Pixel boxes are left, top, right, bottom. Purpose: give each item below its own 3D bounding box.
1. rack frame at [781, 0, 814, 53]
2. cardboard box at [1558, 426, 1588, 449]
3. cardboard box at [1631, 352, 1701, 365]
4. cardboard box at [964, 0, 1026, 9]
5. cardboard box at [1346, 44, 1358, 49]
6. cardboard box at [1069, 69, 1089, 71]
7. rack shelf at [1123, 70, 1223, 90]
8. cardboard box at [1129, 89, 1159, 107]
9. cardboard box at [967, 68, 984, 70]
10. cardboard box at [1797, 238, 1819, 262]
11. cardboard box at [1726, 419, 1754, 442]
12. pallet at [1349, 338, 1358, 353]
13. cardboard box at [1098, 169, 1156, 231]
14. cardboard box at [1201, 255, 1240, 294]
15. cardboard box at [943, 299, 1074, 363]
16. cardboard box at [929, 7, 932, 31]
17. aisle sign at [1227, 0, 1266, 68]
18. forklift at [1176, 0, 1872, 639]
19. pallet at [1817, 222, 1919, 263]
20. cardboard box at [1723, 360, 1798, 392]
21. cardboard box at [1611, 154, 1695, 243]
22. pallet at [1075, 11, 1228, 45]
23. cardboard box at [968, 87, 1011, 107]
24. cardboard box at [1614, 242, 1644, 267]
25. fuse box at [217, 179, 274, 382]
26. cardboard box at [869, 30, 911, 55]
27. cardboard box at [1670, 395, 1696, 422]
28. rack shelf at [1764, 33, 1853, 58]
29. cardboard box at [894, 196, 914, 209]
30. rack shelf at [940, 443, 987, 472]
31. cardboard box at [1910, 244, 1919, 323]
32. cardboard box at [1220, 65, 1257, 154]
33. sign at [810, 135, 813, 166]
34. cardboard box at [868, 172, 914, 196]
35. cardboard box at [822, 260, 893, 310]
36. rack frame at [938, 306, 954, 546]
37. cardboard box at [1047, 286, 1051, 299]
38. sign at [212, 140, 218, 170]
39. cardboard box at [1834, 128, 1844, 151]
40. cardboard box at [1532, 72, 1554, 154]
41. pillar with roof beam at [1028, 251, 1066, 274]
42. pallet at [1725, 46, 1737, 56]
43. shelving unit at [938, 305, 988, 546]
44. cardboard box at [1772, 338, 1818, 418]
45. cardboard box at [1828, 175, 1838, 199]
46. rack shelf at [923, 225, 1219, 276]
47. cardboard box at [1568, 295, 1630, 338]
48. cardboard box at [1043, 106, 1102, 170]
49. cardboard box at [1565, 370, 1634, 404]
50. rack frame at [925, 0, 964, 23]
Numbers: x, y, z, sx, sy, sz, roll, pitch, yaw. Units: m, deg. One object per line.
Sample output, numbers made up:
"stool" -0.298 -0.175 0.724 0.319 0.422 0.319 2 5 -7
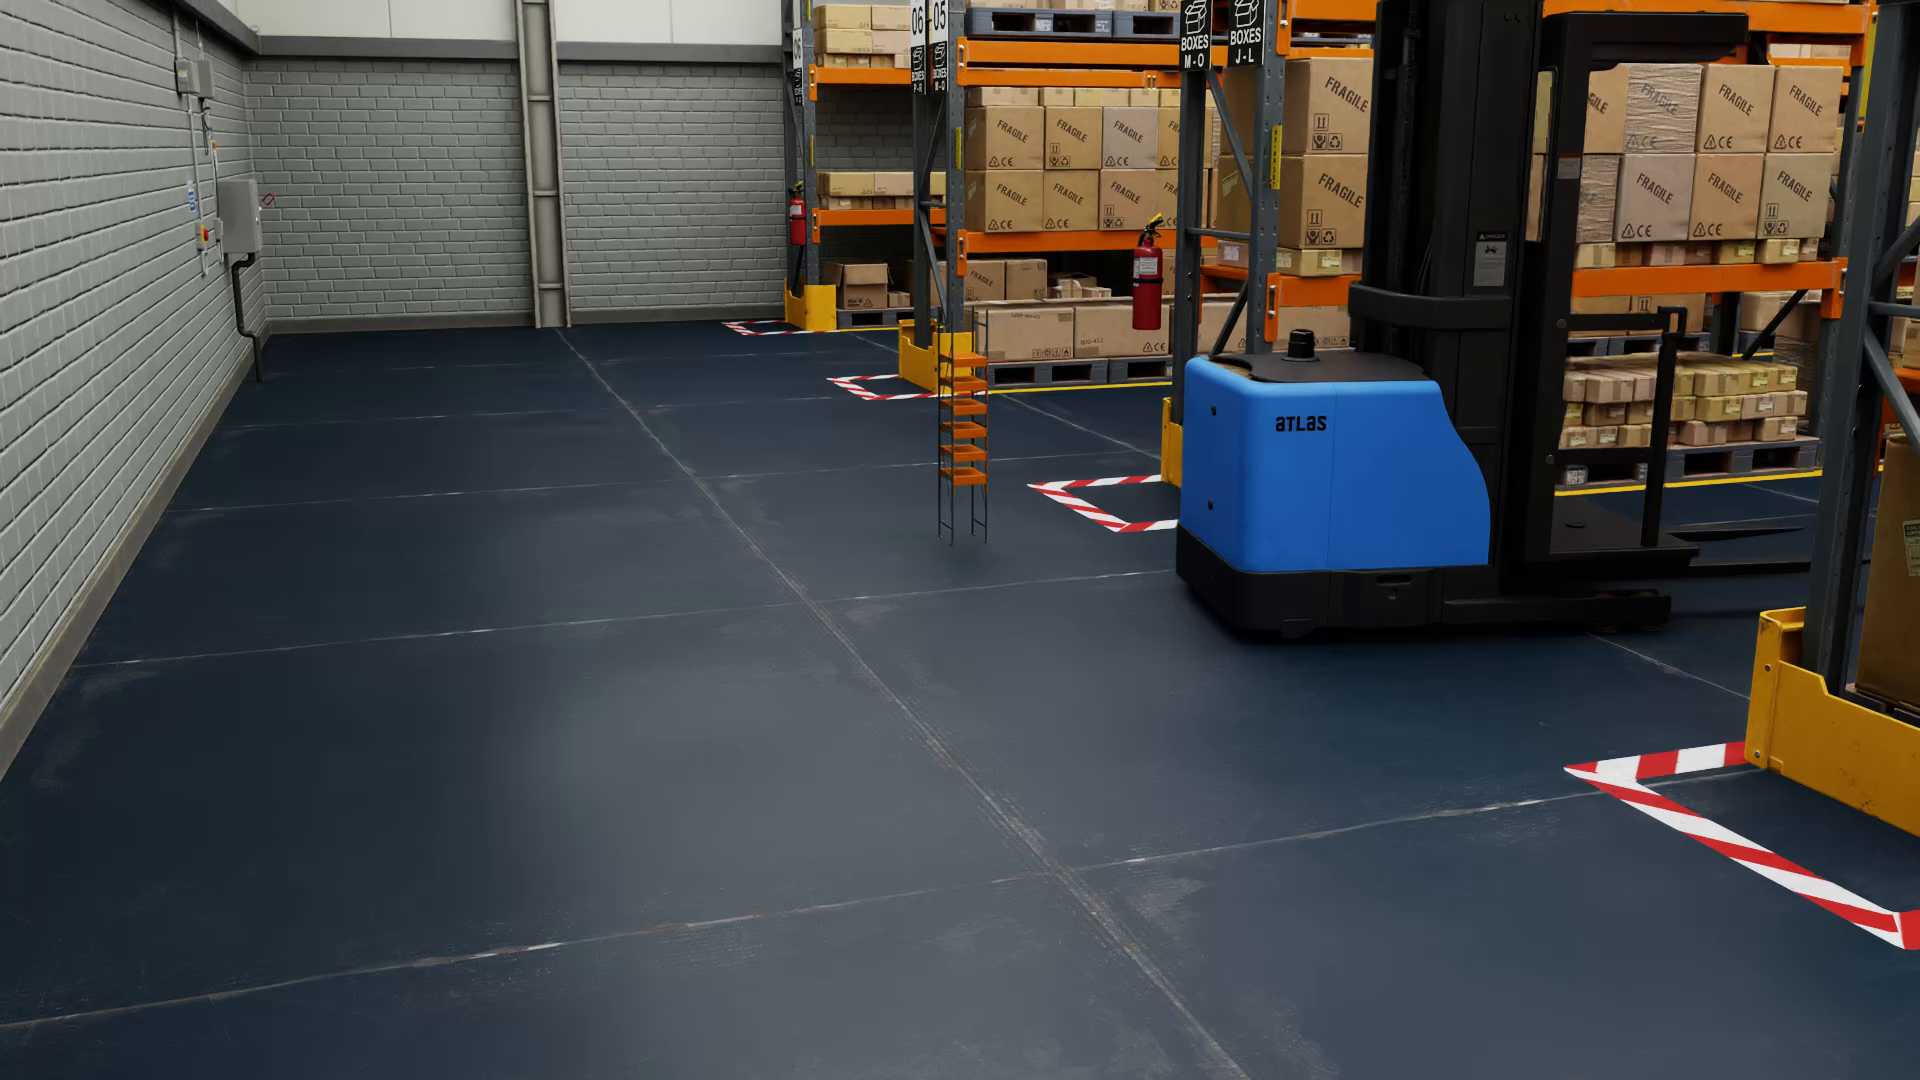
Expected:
"rack frame" -1.771 -6.800 17.784 0.127 3.000 1.000 -4 14 -18
"cardboard box" 3.551 -0.618 10.011 0.250 0.149 0.380 -4 14 -18
"cardboard box" 4.609 -1.129 10.877 0.250 0.149 0.380 -4 14 -15
"cardboard box" 0.213 -4.485 13.735 0.500 0.250 0.500 -6 15 -23
"cardboard box" 4.569 -5.909 19.983 0.250 0.149 0.380 -4 14 -18
"cardboard box" 1.283 -5.387 18.869 0.250 0.149 0.380 -4 14 -16
"rack shelf" 3.916 -5.433 20.076 4.000 0.370 1.077 -4 14 -18
"cardboard box" 1.475 -3.702 13.944 0.250 0.149 0.380 -4 14 -18
"cardboard box" 0.089 -5.283 18.431 0.250 0.149 0.380 -4 14 -18
"cardboard box" 5.085 -1.815 10.335 0.250 0.149 0.380 -5 14 -19
"cardboard box" 4.745 -0.723 10.453 0.250 0.149 0.380 -4 14 -16
"pallet" 4.314 -1.805 15.775 1.213 0.211 1.003 -4 14 -18
"cardboard box" 1.321 -2.891 14.099 0.500 0.500 0.500 -5 14 -18
"cardboard box" 3.052 -3.193 20.077 0.500 0.500 0.500 -5 14 -19
"cardboard box" 0.409 -1.821 14.447 0.875 0.438 0.875 -5 14 -20
"cardboard box" -0.311 -5.707 18.271 0.500 0.250 0.500 -5 14 -19
"aisle sign" 1.517 -2.908 8.770 0.004 0.787 0.394 -4 14 -18
"forklift" 2.557 -1.153 7.157 3.031 2.935 1.130 -2 14 -8
"pallet" 6.052 -1.941 10.736 1.213 0.211 1.003 -4 14 -18
"cardboard box" 5.027 -1.033 10.473 0.250 0.149 0.380 -4 14 -16
"cardboard box" 3.949 -2.031 9.841 0.500 0.500 0.500 -5 14 -18
"pallet" 1.674 -4.357 14.188 1.213 0.211 1.003 -4 14 -18
"cardboard box" 0.240 -3.609 13.555 0.250 0.149 0.380 -4 14 -17
"cardboard box" 3.845 -1.719 9.928 0.250 0.149 0.380 -5 14 -19
"fuse box" -6.053 -2.216 14.263 0.414 1.711 0.539 -4 14 -18
"cardboard box" -0.788 -5.427 18.176 0.500 0.250 0.500 -4 14 -17
"cardboard box" 4.314 -0.836 10.285 0.250 0.149 0.380 -4 14 -18
"rack shelf" 7.177 -3.267 10.968 4.000 0.370 1.077 -4 14 -18
"cardboard box" -0.649 -3.784 18.613 0.250 0.149 0.380 -4 14 -16
"rack shelf" 0.014 -0.425 8.546 0.180 0.103 0.258 -4 14 -18
"cardboard box" 3.351 -0.785 5.143 0.500 0.250 0.500 -5 14 -19
"cardboard box" 1.845 -2.483 9.579 0.500 0.500 0.500 -5 14 -19
"sign" -1.598 -4.183 17.878 0.005 0.325 0.100 -4 14 -18
"cardboard box" -0.777 -3.965 18.510 0.500 0.250 0.500 -4 14 -17
"cardboard box" -1.161 -2.896 18.821 0.637 0.503 0.797 -5 14 -20
"rack frame" -0.073 -0.578 8.480 0.006 1.200 0.240 -4 14 -18
"cardboard box" 0.908 -2.965 19.879 0.250 0.149 0.380 -5 14 -19
"sign" -6.231 -3.218 13.903 0.001 0.242 0.339 -4 14 -18
"cardboard box" 8.390 -3.804 16.385 0.500 0.500 0.500 -4 14 -15
"cardboard box" 2.977 -2.442 9.406 0.500 0.500 0.500 -5 14 -19
"pillar with roof beam" 2.446 -6.297 15.671 0.400 9.000 9.100 -4 14 -18
"pallet" 6.805 -4.692 15.811 1.003 0.211 1.213 -4 14 -15
"shelving unit" 0.014 -0.585 8.508 0.189 1.200 0.258 -4 14 -18
"cardboard box" 5.902 -1.108 11.313 0.500 0.500 0.500 -5 14 -19
"cardboard box" 5.595 -2.309 10.862 0.250 0.149 0.380 -4 14 -16
"rack shelf" 1.711 -2.591 14.606 4.000 0.370 1.077 -4 14 -18
"cardboard box" 5.870 -2.456 16.171 0.875 0.875 0.875 -4 14 -17
"cardboard box" 0.849 -3.341 13.828 0.500 0.500 0.500 -5 14 -20
"cardboard box" 3.814 -0.921 10.000 0.250 0.149 0.380 -5 14 -20
"rack frame" -0.184 -5.712 13.208 0.127 3.000 1.000 -4 14 -18
